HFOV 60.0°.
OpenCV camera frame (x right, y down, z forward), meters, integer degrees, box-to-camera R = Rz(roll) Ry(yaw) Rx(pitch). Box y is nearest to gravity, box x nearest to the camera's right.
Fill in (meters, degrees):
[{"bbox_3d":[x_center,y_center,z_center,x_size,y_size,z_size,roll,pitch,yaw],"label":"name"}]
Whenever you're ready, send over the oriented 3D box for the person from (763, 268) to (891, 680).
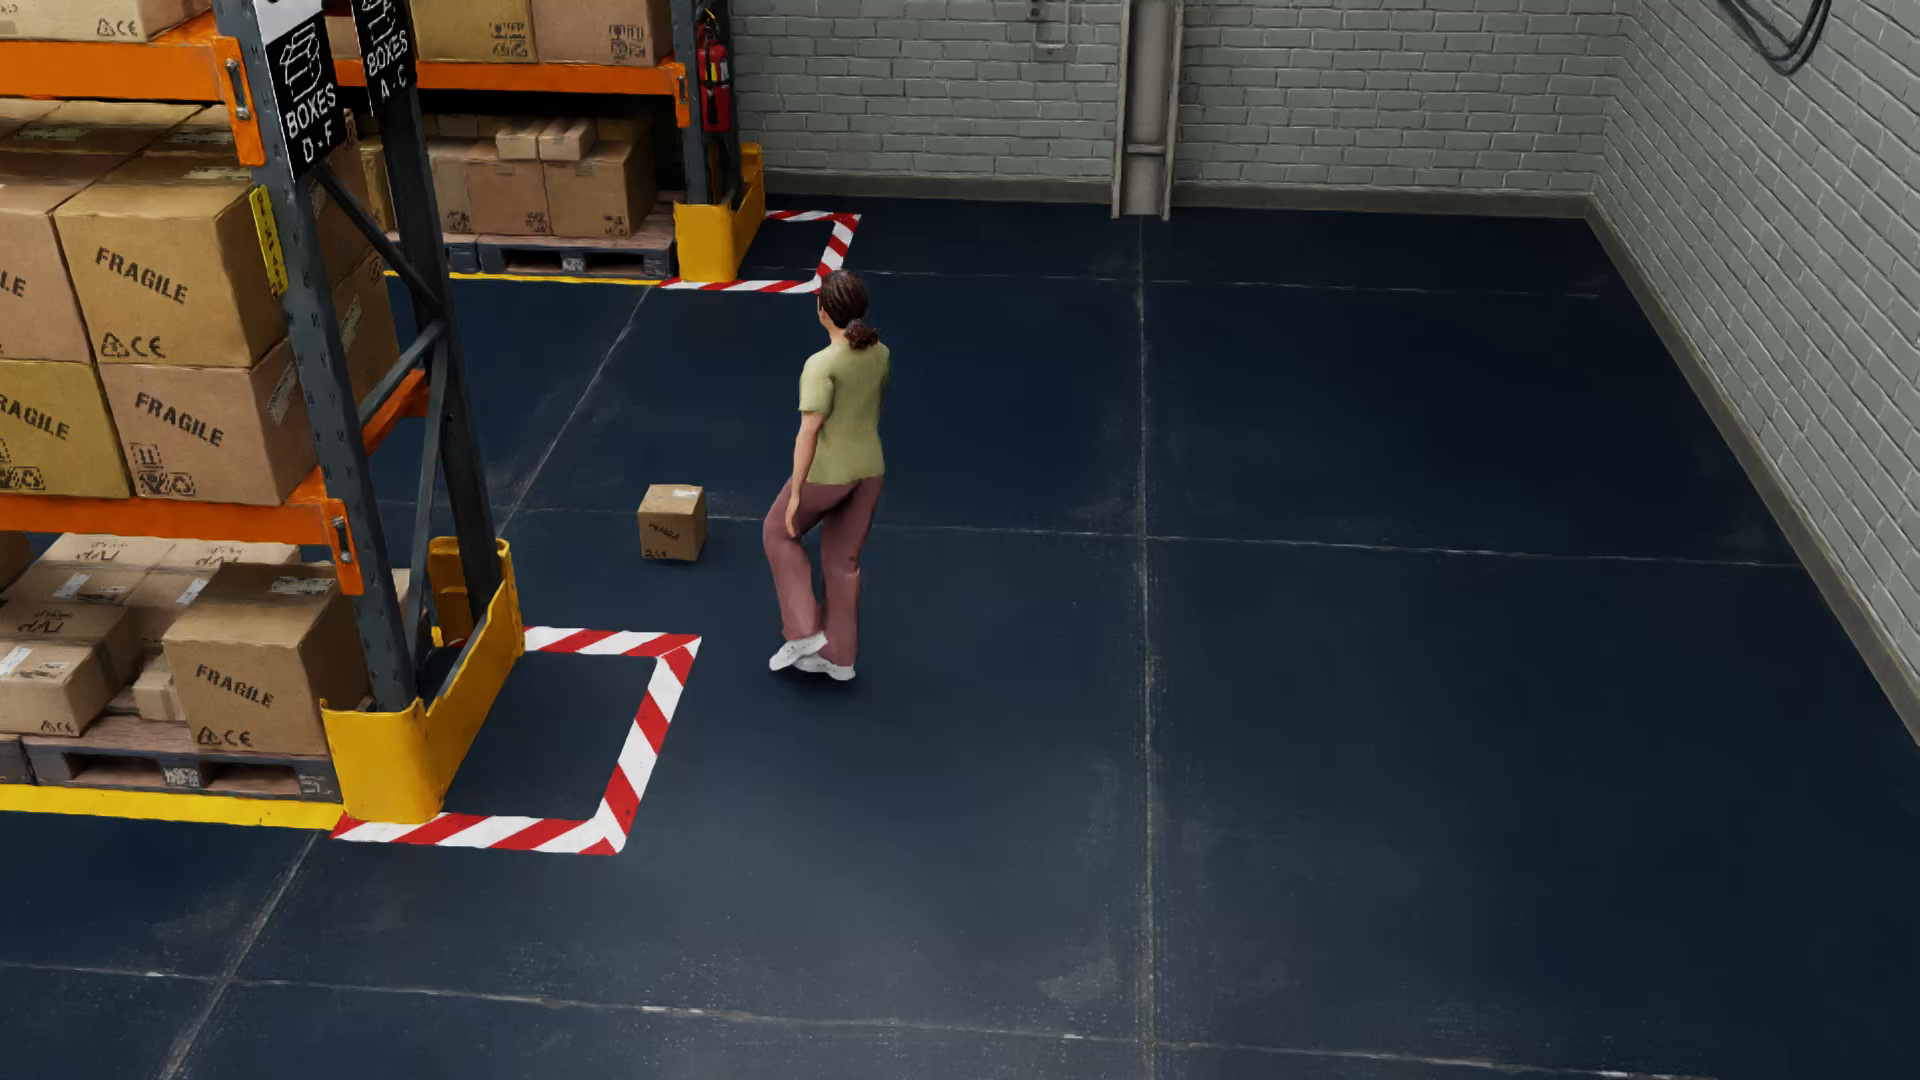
[{"bbox_3d":[-0.536,-0.233,6.494,0.651,1.634,0.478,-28,41,-37],"label":"person"}]
